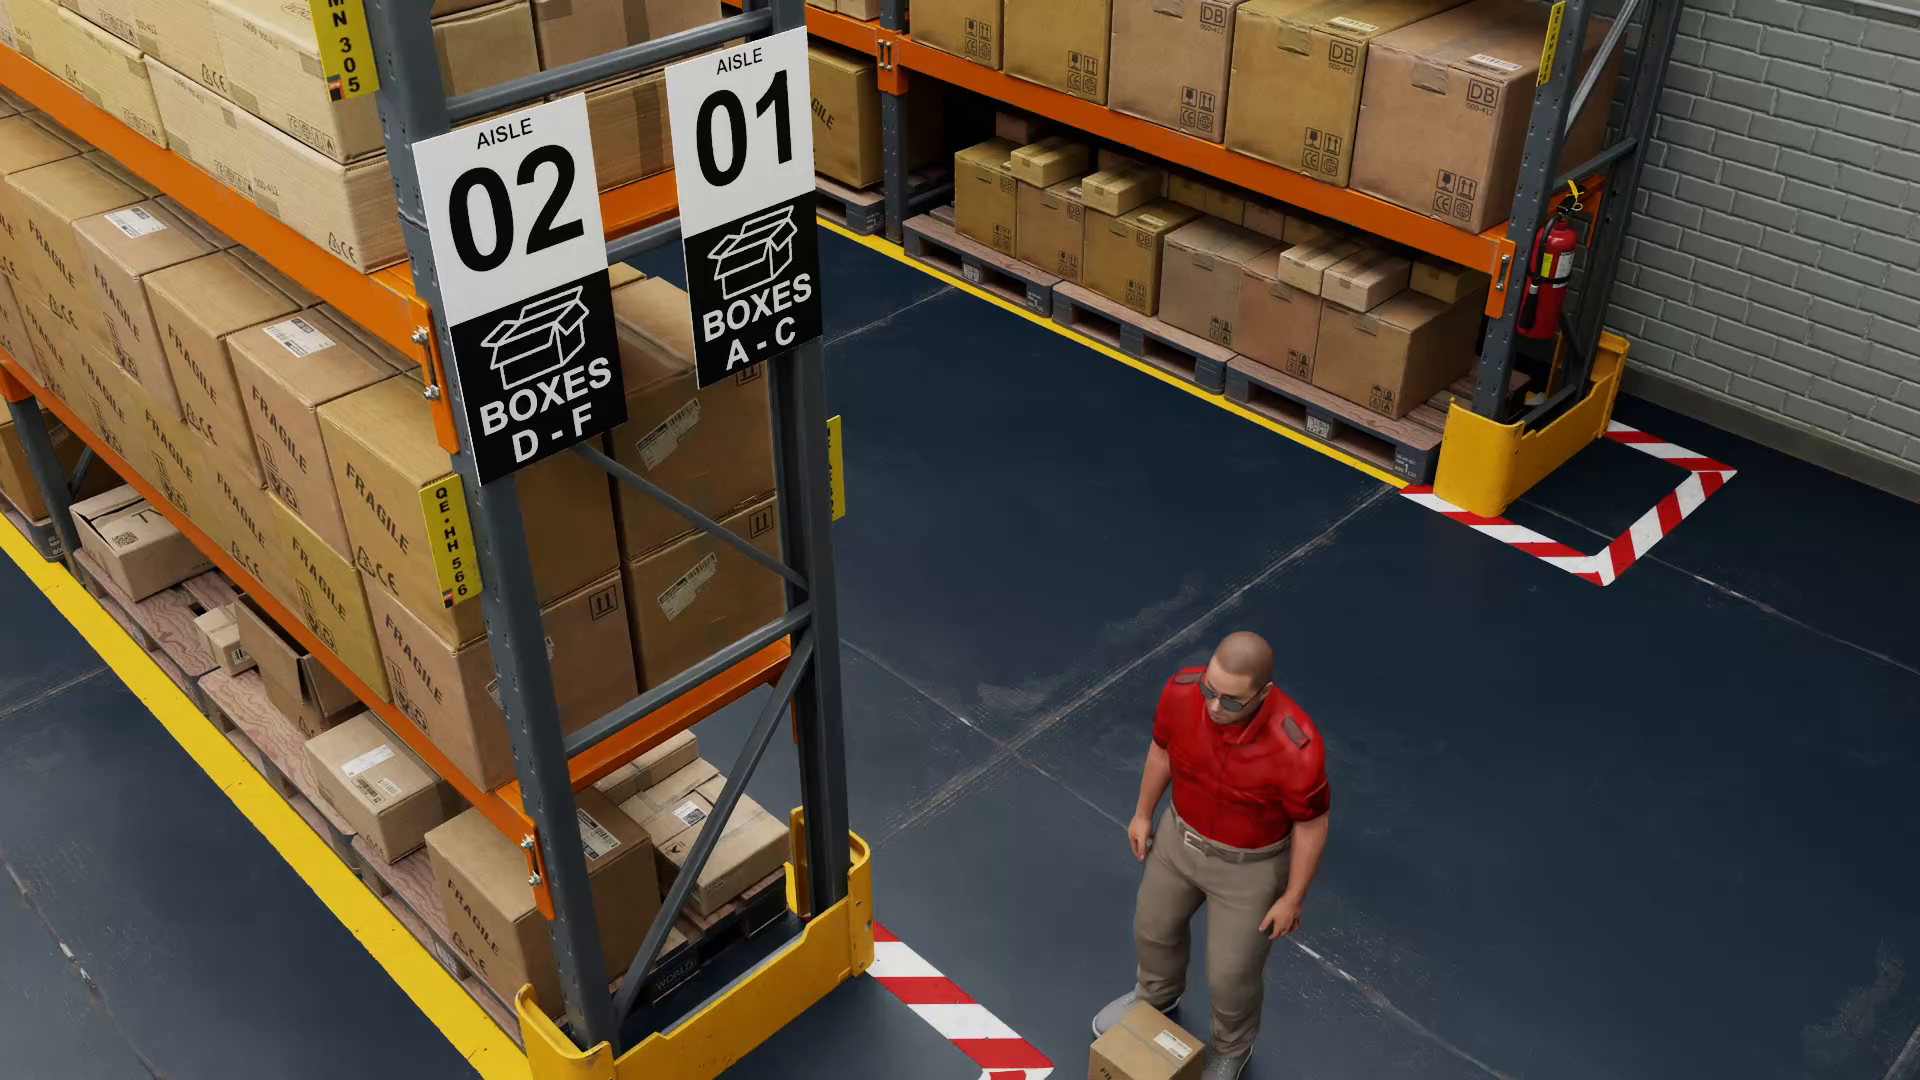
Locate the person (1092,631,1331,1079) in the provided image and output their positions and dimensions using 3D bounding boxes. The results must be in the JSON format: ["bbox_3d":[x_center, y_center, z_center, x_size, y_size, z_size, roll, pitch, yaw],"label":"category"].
[{"bbox_3d":[0.747,0.927,4.846,0.598,1.725,0.399,27,43,33],"label":"person"}]
